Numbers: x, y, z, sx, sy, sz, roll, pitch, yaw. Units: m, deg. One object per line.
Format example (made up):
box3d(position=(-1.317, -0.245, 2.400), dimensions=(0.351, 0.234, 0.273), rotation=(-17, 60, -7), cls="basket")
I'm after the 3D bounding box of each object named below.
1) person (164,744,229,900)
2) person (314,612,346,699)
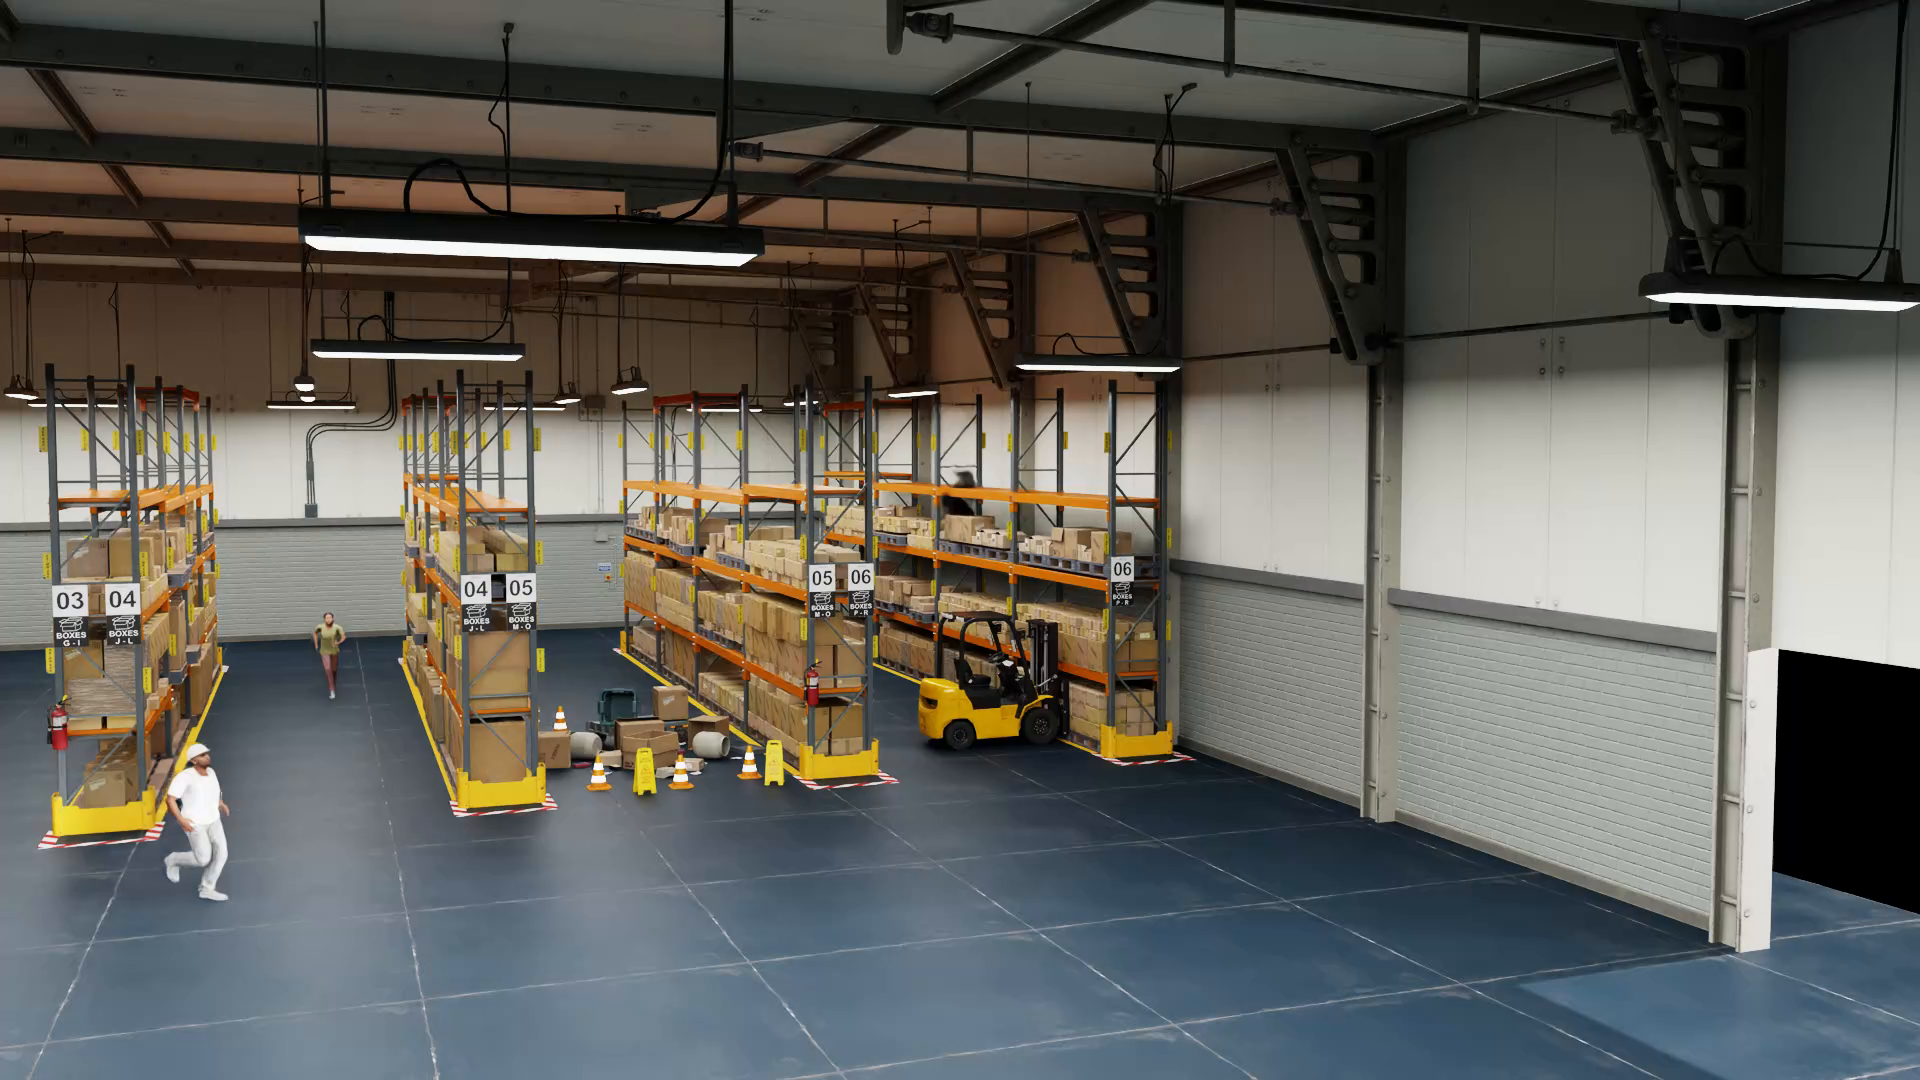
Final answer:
box3d(position=(-8.379, 3.088, 18.263), dimensions=(0.659, 1.719, 0.721), rotation=(1, 4, 19), cls="person")
box3d(position=(-12.466, 2.248, 32.912), dimensions=(0.599, 1.664, 1.008), rotation=(-1, 4, -20), cls="person")
